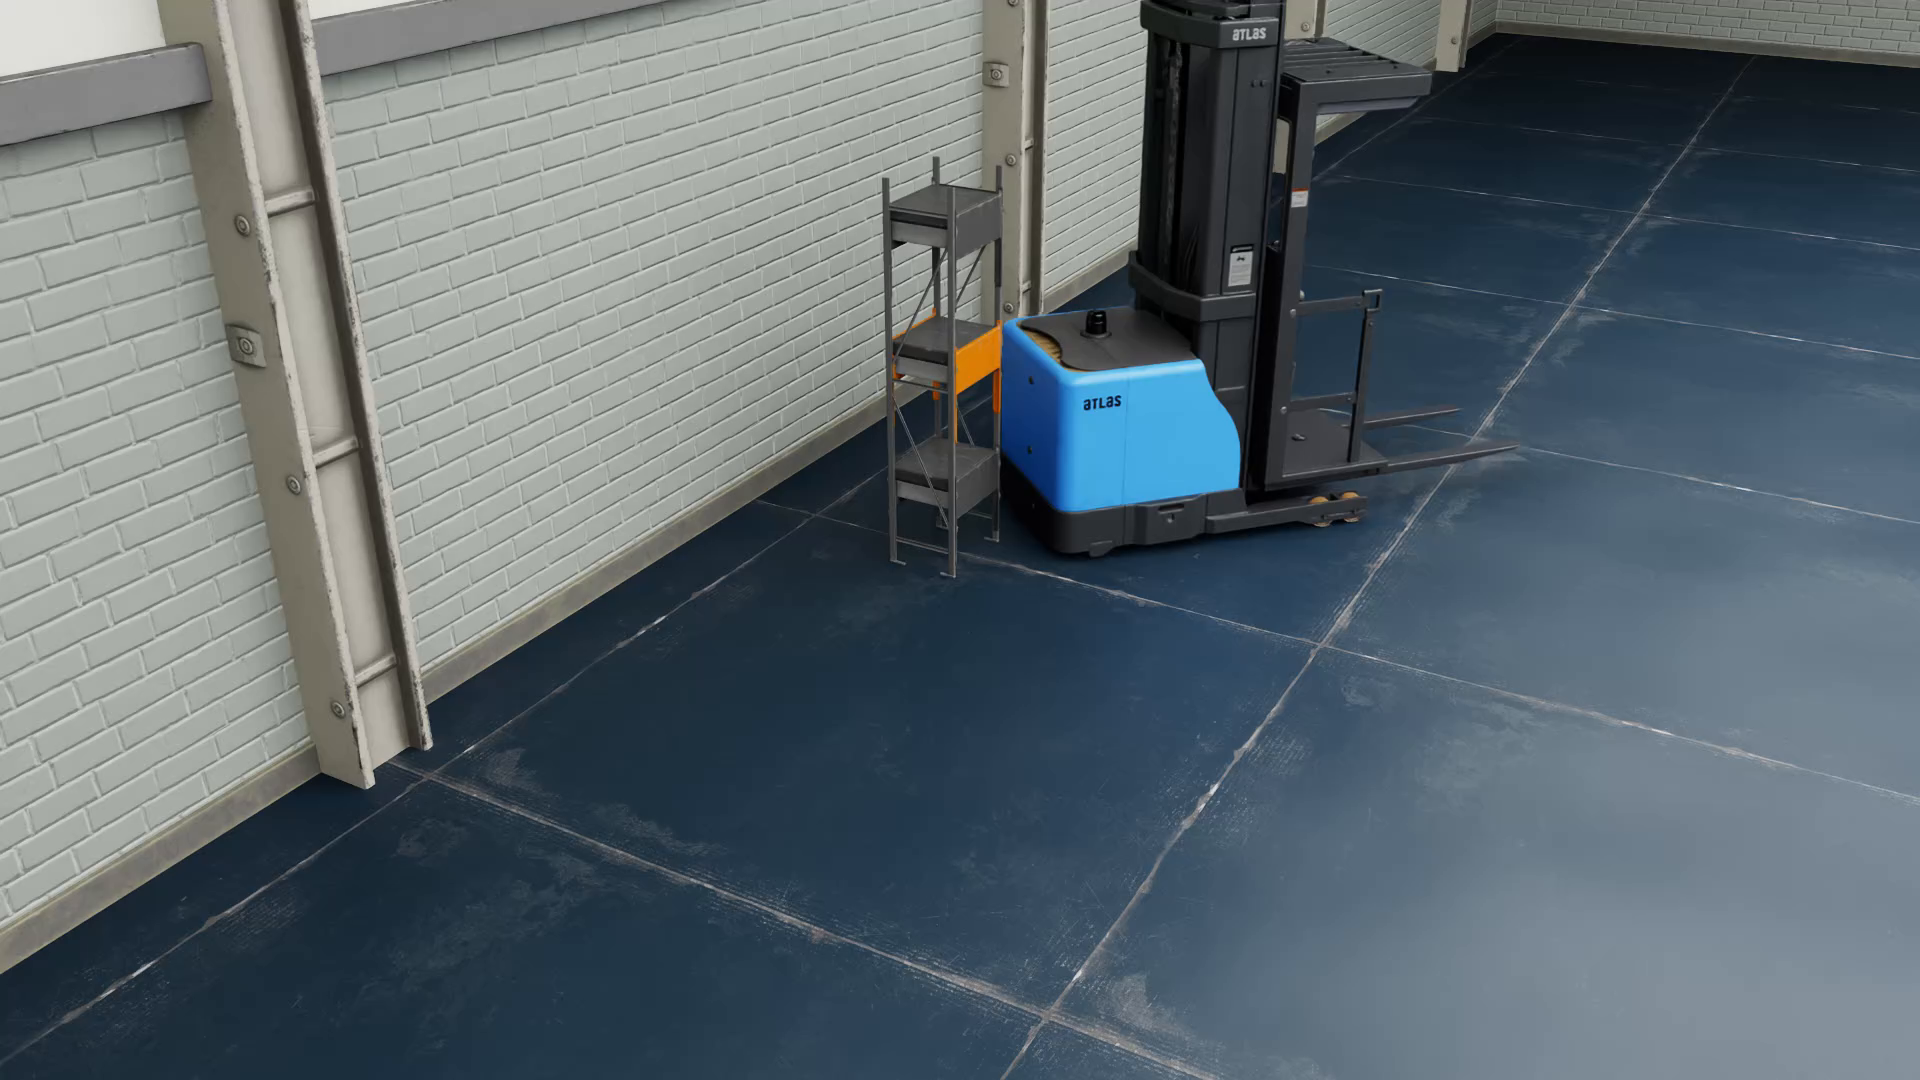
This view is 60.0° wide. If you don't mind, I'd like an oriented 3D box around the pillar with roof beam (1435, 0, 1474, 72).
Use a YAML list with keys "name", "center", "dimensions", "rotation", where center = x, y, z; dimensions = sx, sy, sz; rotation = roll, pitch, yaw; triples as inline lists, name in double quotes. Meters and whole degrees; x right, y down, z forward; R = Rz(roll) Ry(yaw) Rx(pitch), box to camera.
- name: "pillar with roof beam"
  center: [10.025, -9.133, 17.442]
  dimensions: [9.100, 9.000, 0.400]
  rotation: [14, 30, 26]

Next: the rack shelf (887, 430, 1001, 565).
- name: "rack shelf"
  center: [-0.081, -0.236, 8.971]
  dimensions: [0.431, 0.518, 0.480]
  rotation: [14, 30, 26]

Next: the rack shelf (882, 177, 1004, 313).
- name: "rack shelf"
  center: [-0.081, -1.488, 8.344]
  dimensions: [0.431, 0.518, 0.480]
  rotation: [14, 30, 26]

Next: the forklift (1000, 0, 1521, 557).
- name: "forklift"
  center: [1.793, -1.599, 9.170]
  dimensions: [3.031, 2.935, 1.130]
  rotation: [-9, 28, -17]

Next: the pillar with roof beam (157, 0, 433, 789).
- name: "pillar with roof beam"
  center: [1.170, -2.118, 3.429]
  dimensions: [9.100, 9.000, 0.400]
  rotation: [14, 30, 26]

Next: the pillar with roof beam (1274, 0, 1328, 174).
- name: "pillar with roof beam"
  center: [7.073, -6.795, 12.771]
  dimensions: [9.100, 9.000, 0.400]
  rotation: [14, 30, 26]

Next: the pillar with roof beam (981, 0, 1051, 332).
- name: "pillar with roof beam"
  center: [4.121, -4.457, 8.100]
  dimensions: [9.100, 9.000, 0.400]
  rotation: [14, 30, 26]

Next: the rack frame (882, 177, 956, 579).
- name: "rack frame"
  center: [-0.201, -0.779, 8.461]
  dimensions: [0.400, 2.100, 0.015]
  rotation: [14, 30, 26]

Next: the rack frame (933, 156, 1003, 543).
- name: "rack frame"
  center: [0.039, -0.970, 8.841]
  dimensions: [0.400, 2.100, 0.015]
  rotation: [14, 30, 26]

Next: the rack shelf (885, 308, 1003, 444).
- name: "rack shelf"
  center: [-0.081, -0.862, 8.657]
  dimensions: [0.431, 0.518, 0.480]
  rotation: [14, 30, 26]

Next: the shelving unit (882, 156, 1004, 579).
- name: "shelving unit"
  center: [-0.081, -0.874, 8.651]
  dimensions: [0.431, 2.100, 0.503]
  rotation: [14, 30, 26]
